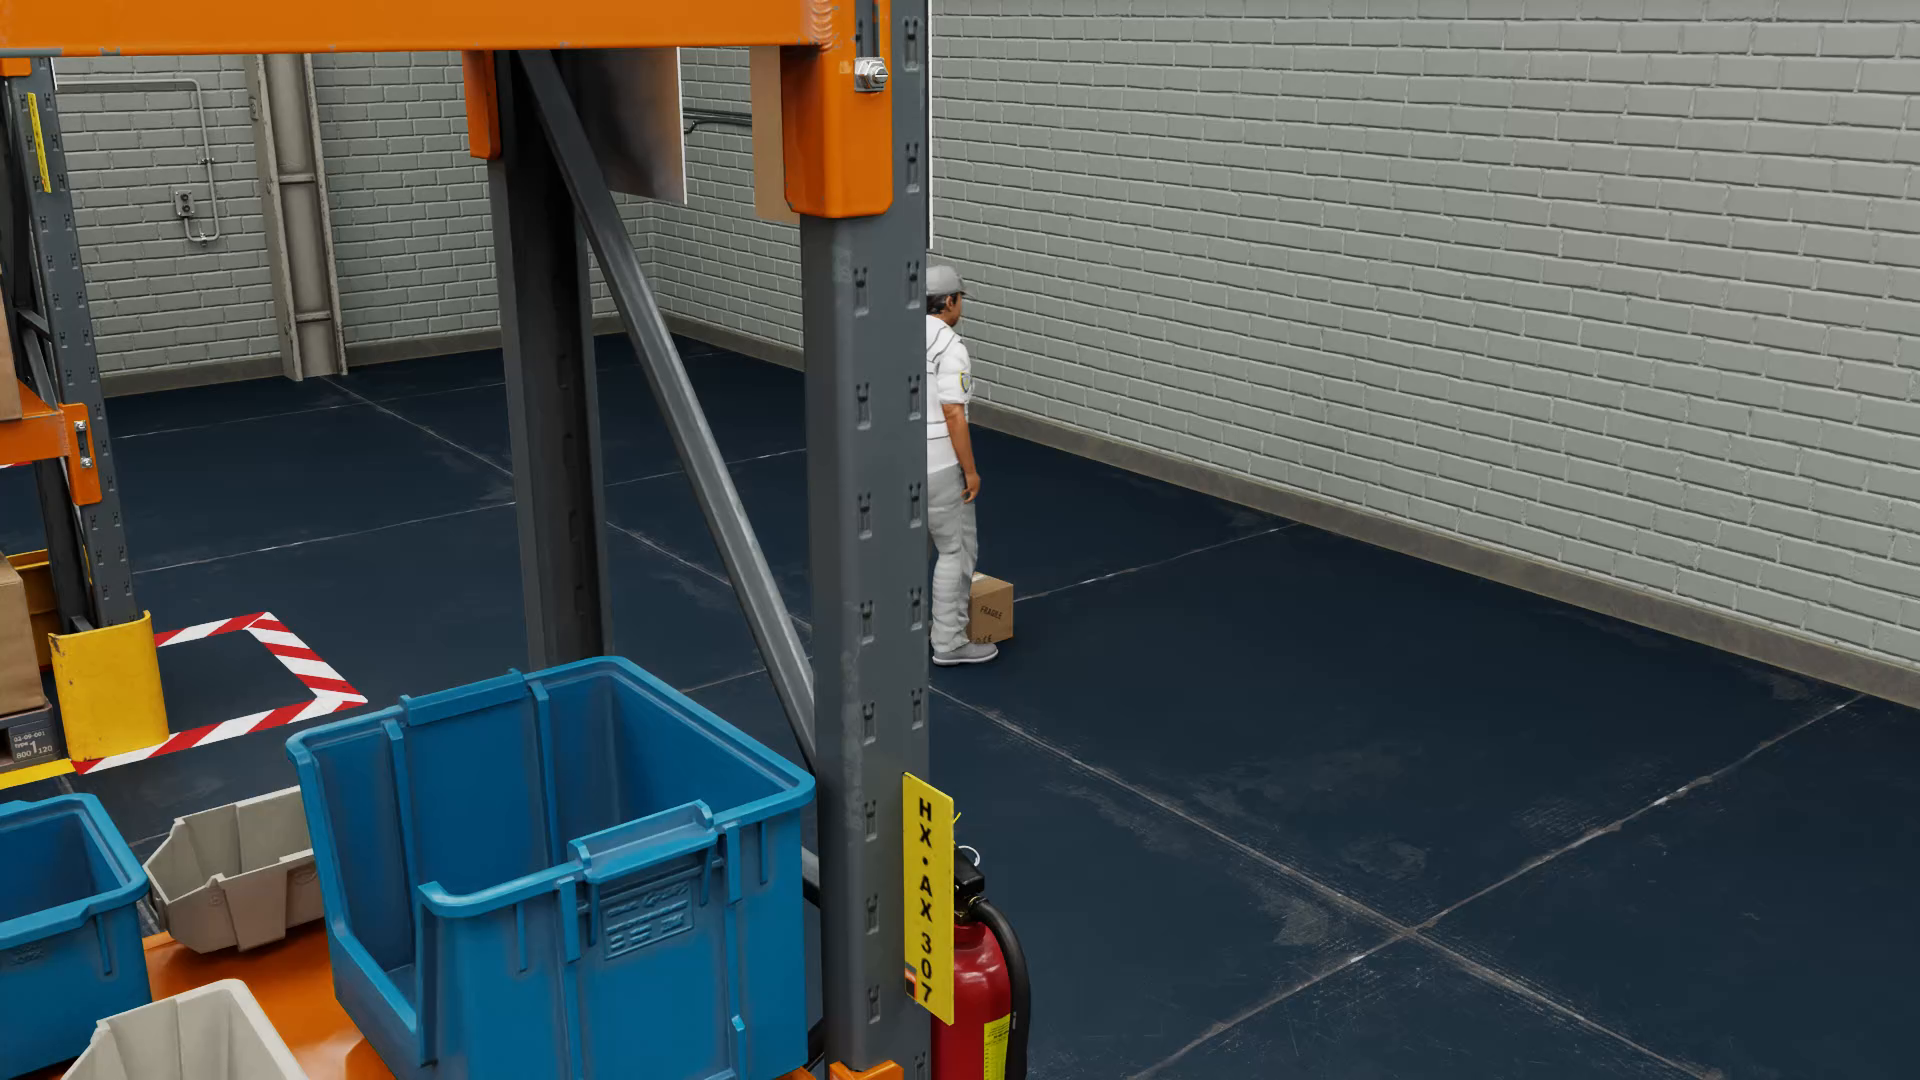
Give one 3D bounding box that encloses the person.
[{"bbox_3d":[-0.105,-0.319,7.035,0.473,1.666,0.548,-14,23,-37],"label":"person"}]
